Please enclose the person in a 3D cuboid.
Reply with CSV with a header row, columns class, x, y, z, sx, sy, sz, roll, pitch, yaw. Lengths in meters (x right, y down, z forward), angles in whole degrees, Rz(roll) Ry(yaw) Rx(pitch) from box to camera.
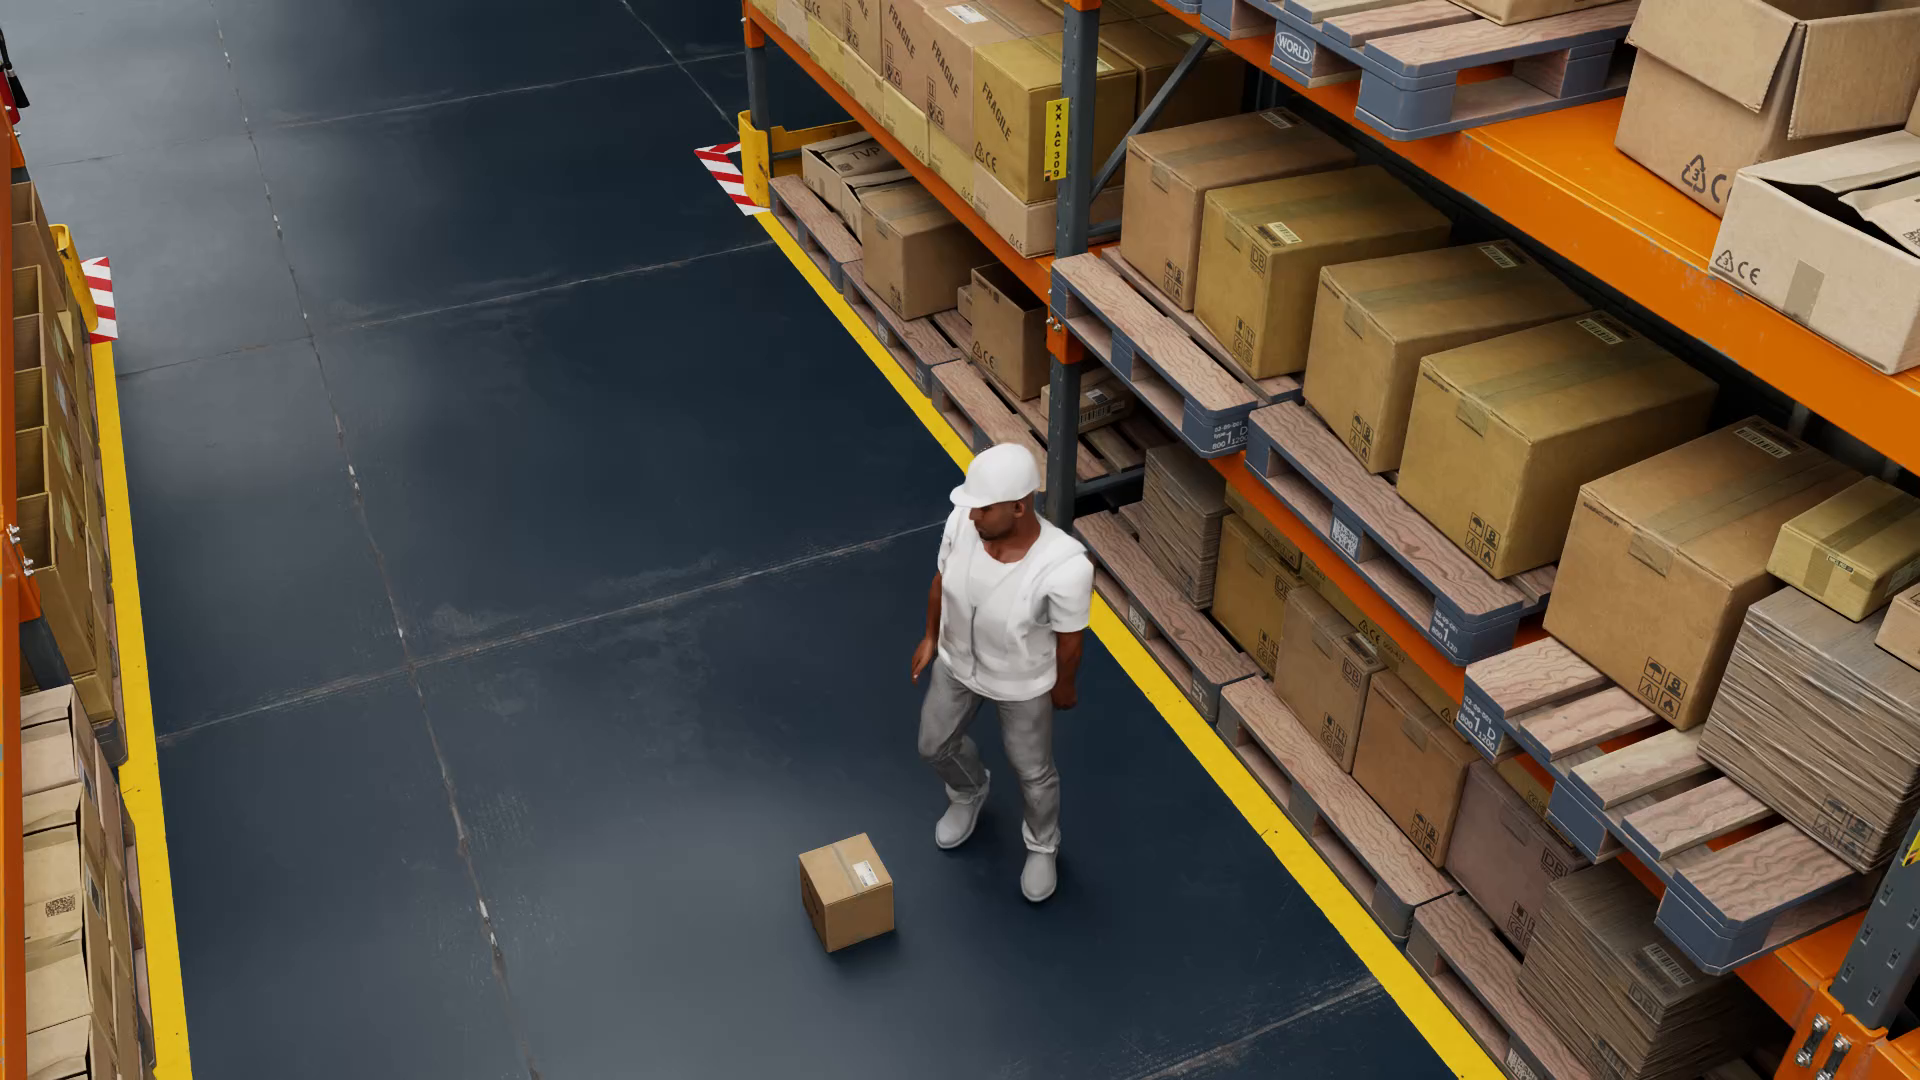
class,x,y,z,sx,sy,sz,roll,pitch,yaw
person,0.125,0.424,5.513,0.606,1.767,0.371,23,43,27
